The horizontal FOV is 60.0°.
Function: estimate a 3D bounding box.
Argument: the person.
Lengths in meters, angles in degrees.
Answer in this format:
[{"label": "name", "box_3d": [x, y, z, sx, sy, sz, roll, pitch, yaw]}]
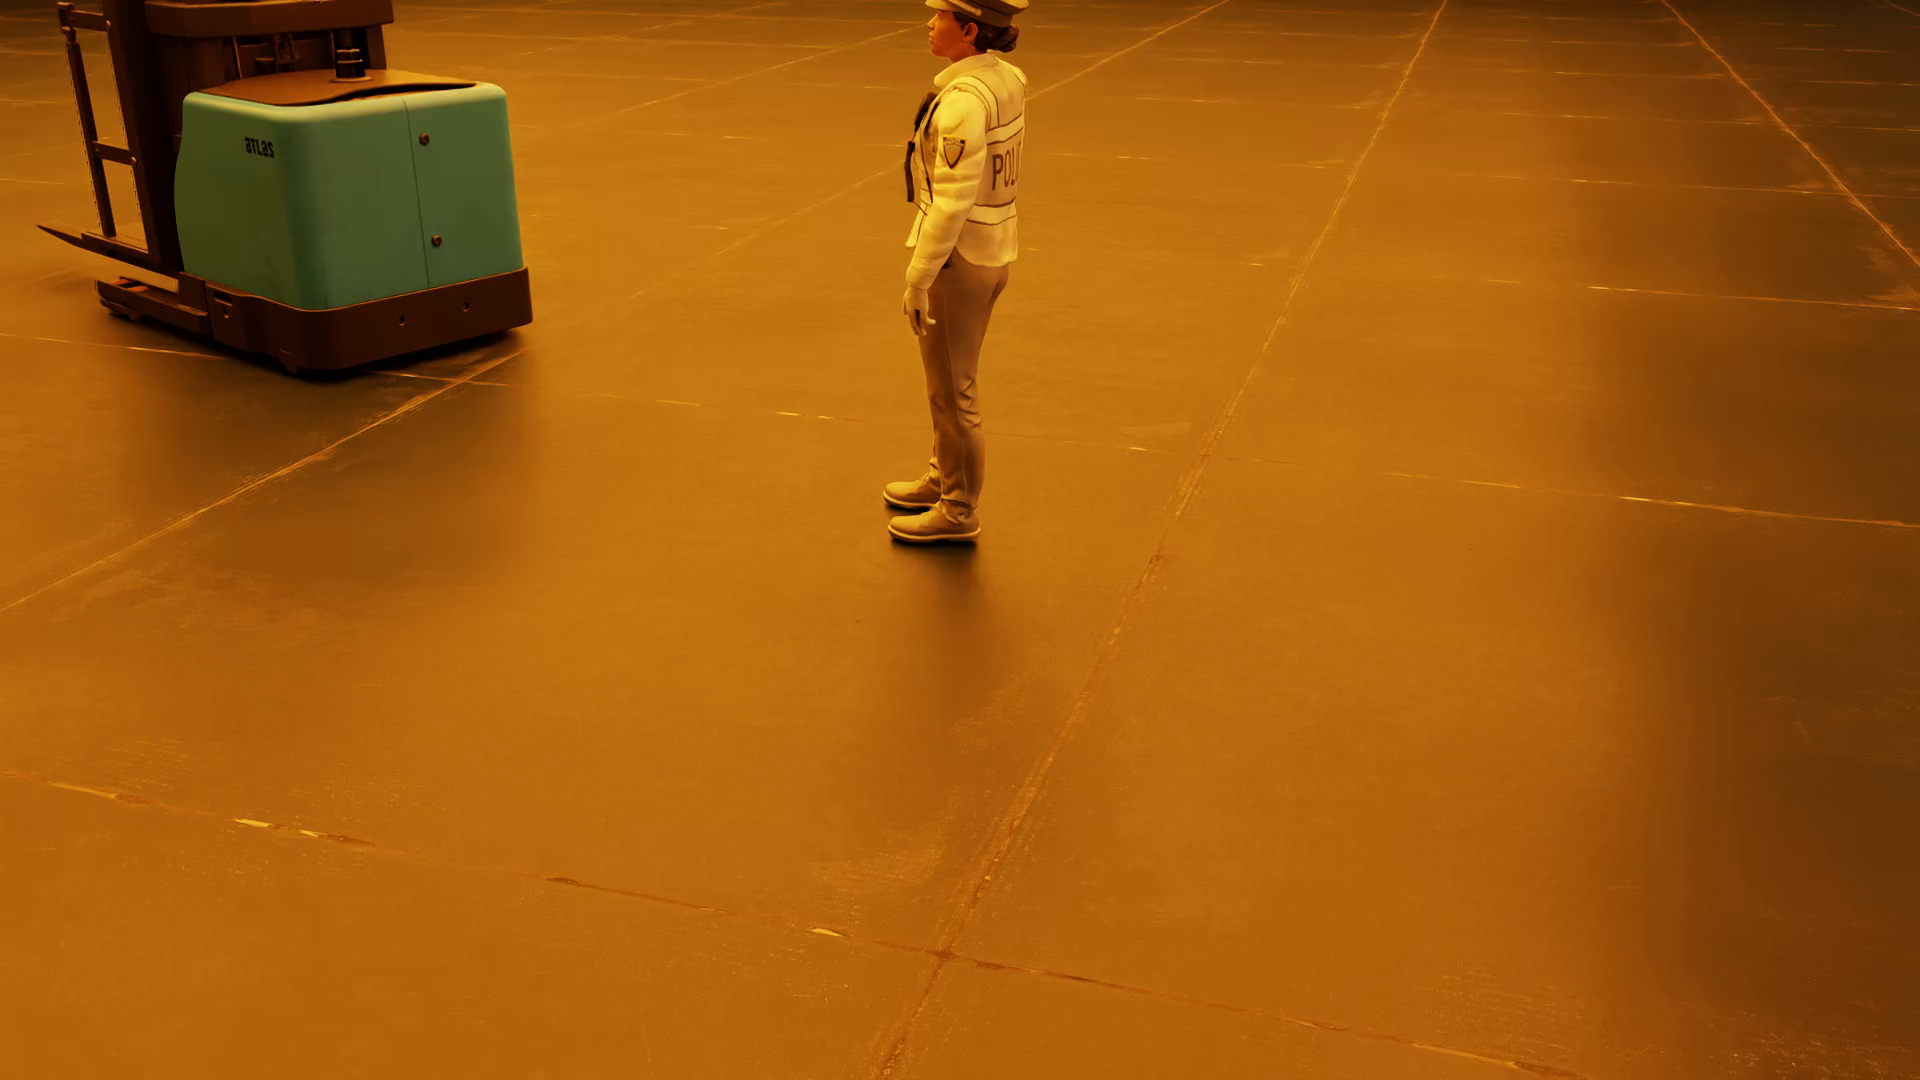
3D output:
[{"label": "person", "box_3d": [-0.063, -0.800, 4.819, 0.531, 1.695, 0.588, 7, 23, 16]}]

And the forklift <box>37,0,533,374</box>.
[{"label": "forklift", "box_3d": [-3.305, -2.468, 7.257, 3.031, 2.935, 1.130, 18, 29, 37]}]
